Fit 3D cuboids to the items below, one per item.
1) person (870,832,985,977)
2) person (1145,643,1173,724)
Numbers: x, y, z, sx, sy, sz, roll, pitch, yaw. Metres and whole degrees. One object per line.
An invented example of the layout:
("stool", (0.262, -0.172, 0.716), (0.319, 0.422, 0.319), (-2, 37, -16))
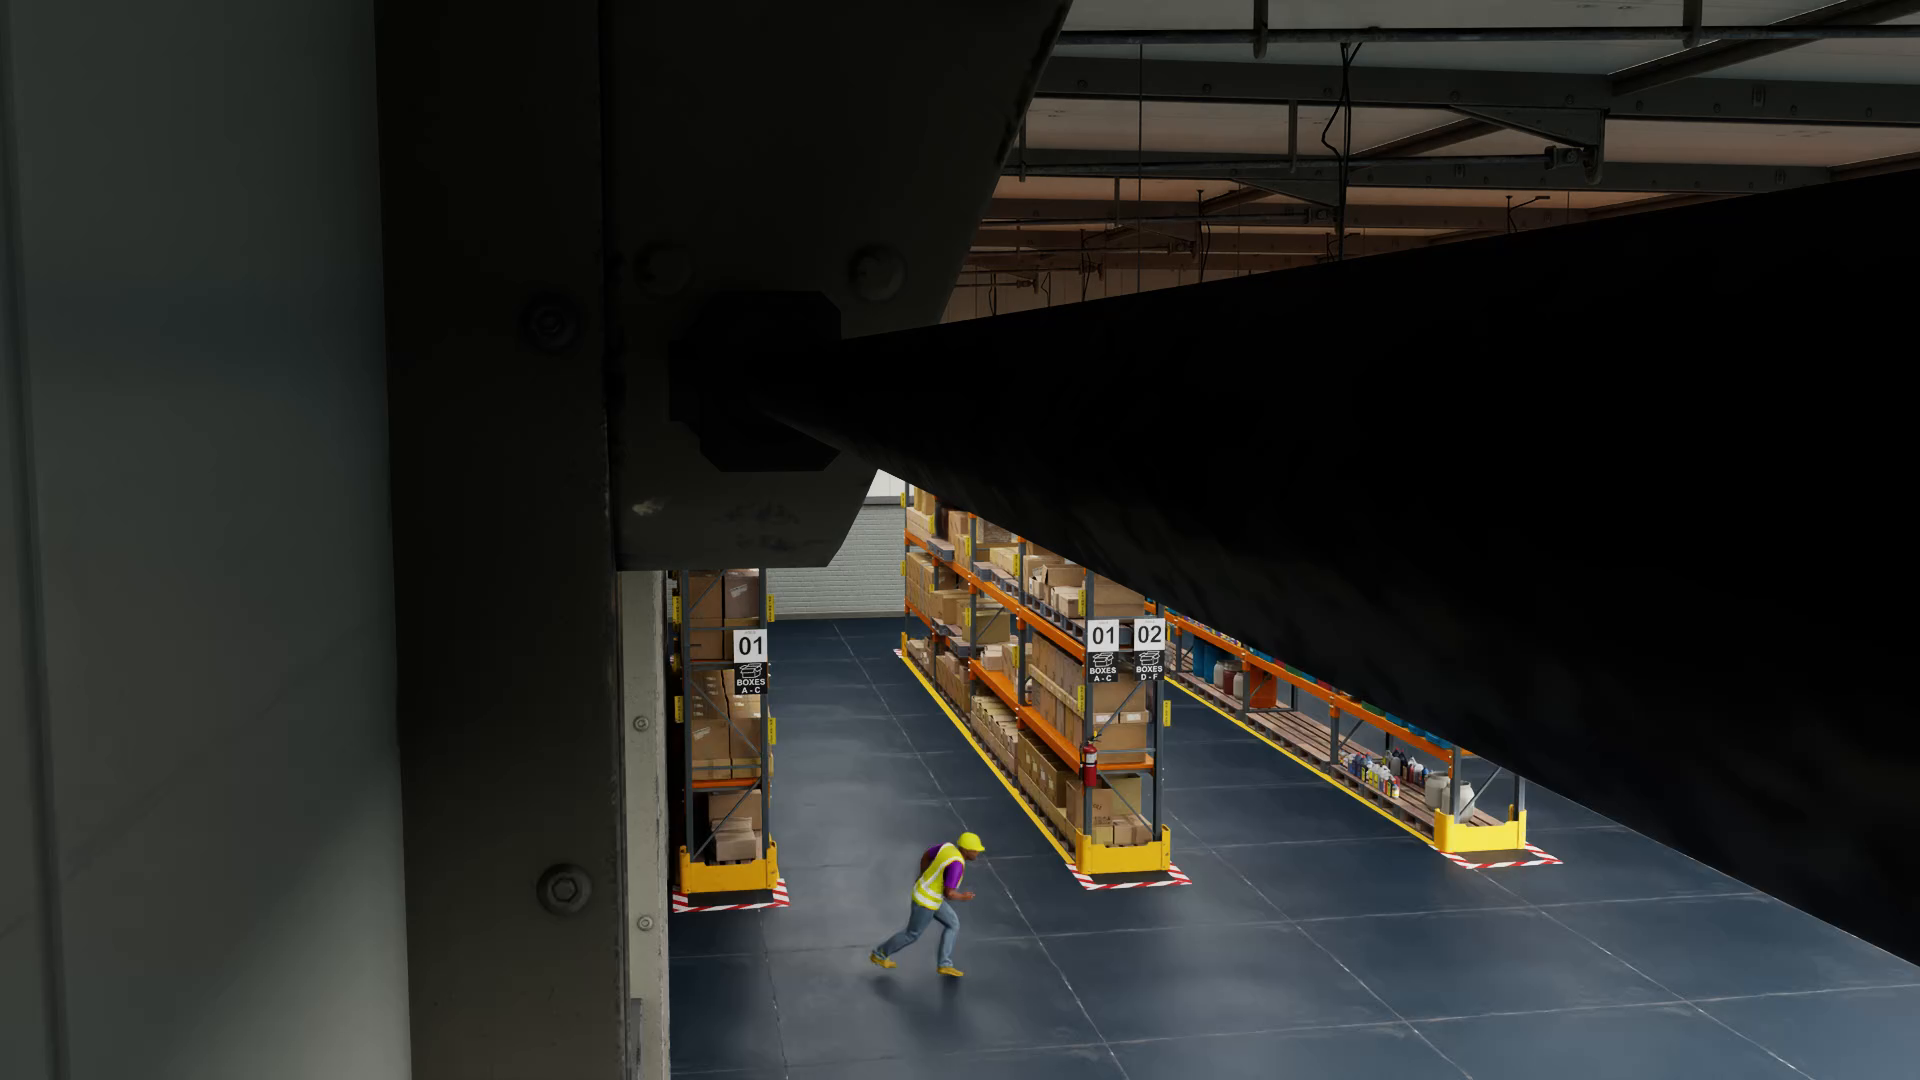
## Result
("person", (-0.342, 3.794, 17.243), (1.199, 1.553, 0.685), (0, 6, -2))
("person", (3.470, 2.409, 29.878), (0.652, 1.700, 0.698), (0, 6, -1))
